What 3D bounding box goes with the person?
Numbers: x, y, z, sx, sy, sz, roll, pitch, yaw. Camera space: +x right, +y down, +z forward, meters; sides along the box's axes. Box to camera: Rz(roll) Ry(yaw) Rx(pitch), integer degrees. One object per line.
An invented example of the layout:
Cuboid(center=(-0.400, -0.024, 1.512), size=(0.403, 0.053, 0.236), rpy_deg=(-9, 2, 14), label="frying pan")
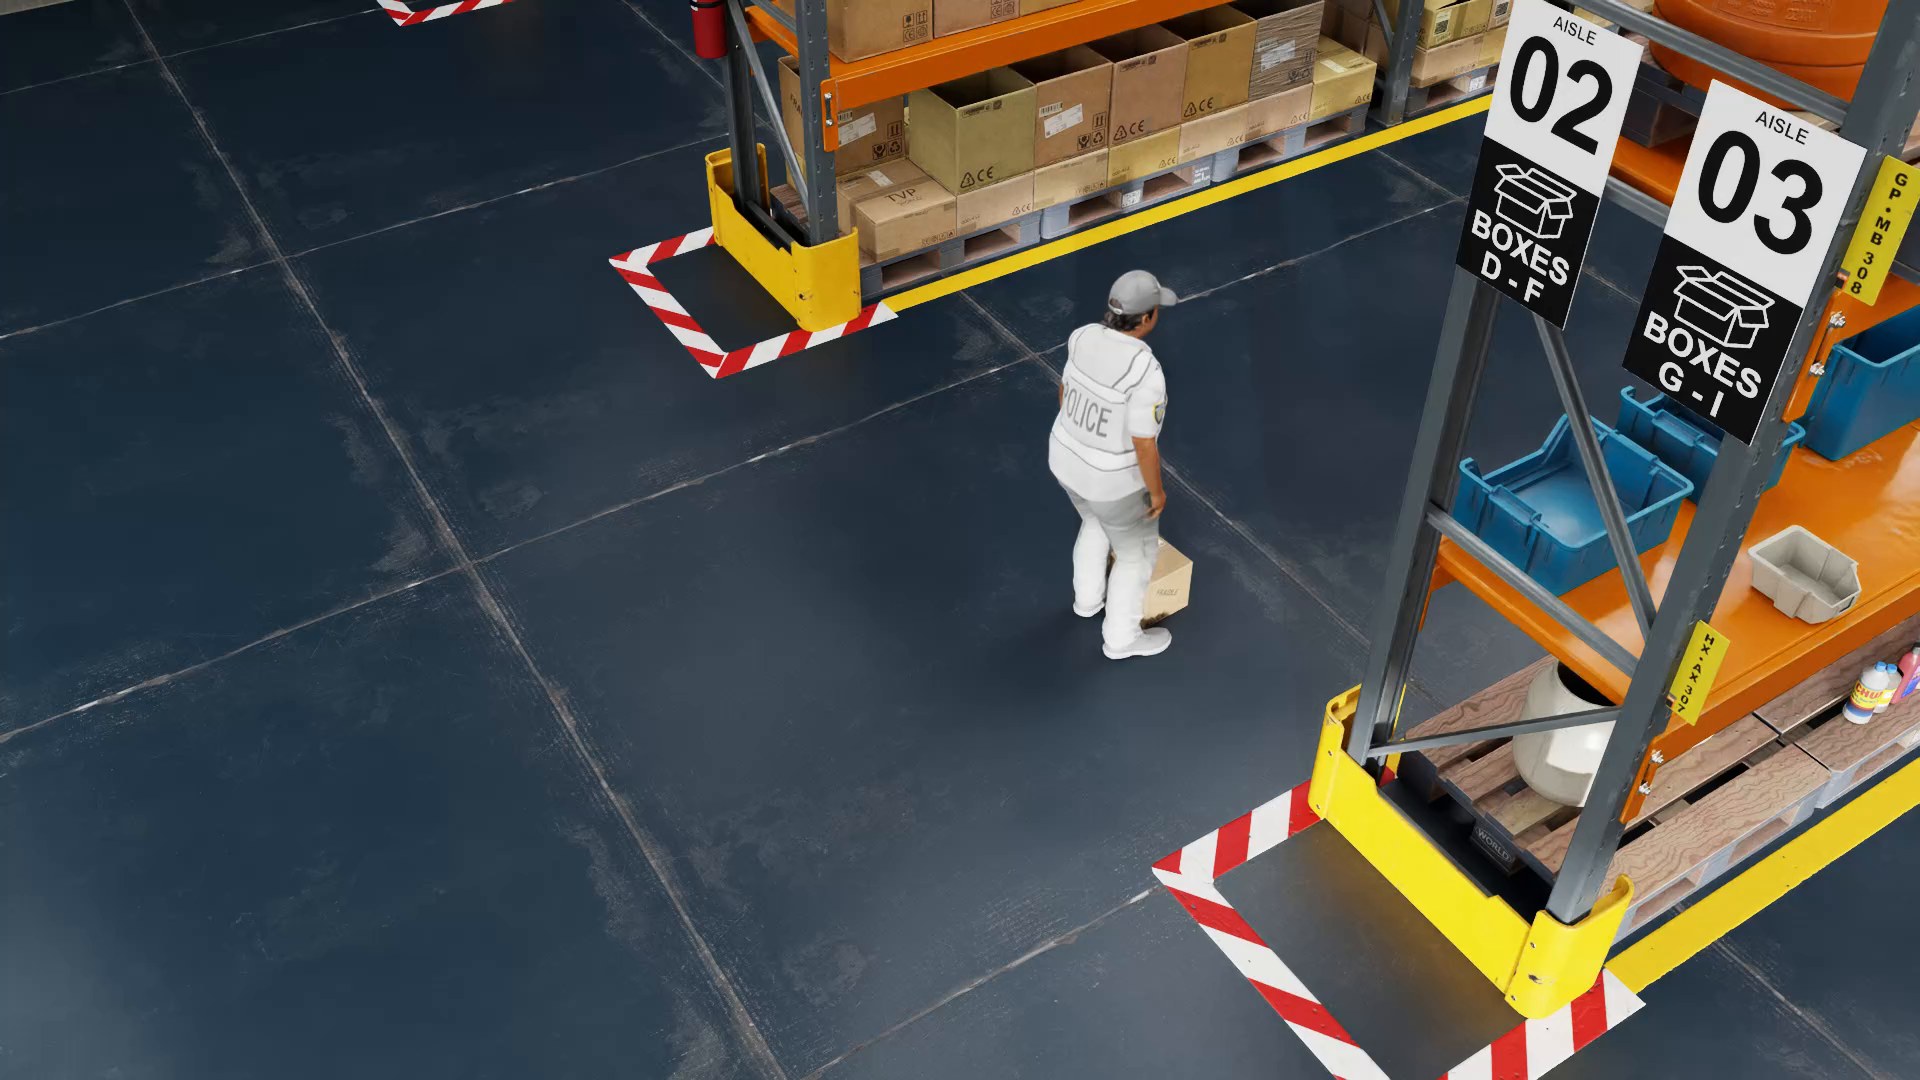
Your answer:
Cuboid(center=(0.614, -0.284, 6.480), size=(0.470, 1.665, 0.561), rpy_deg=(-26, 47, -26), label="person")
